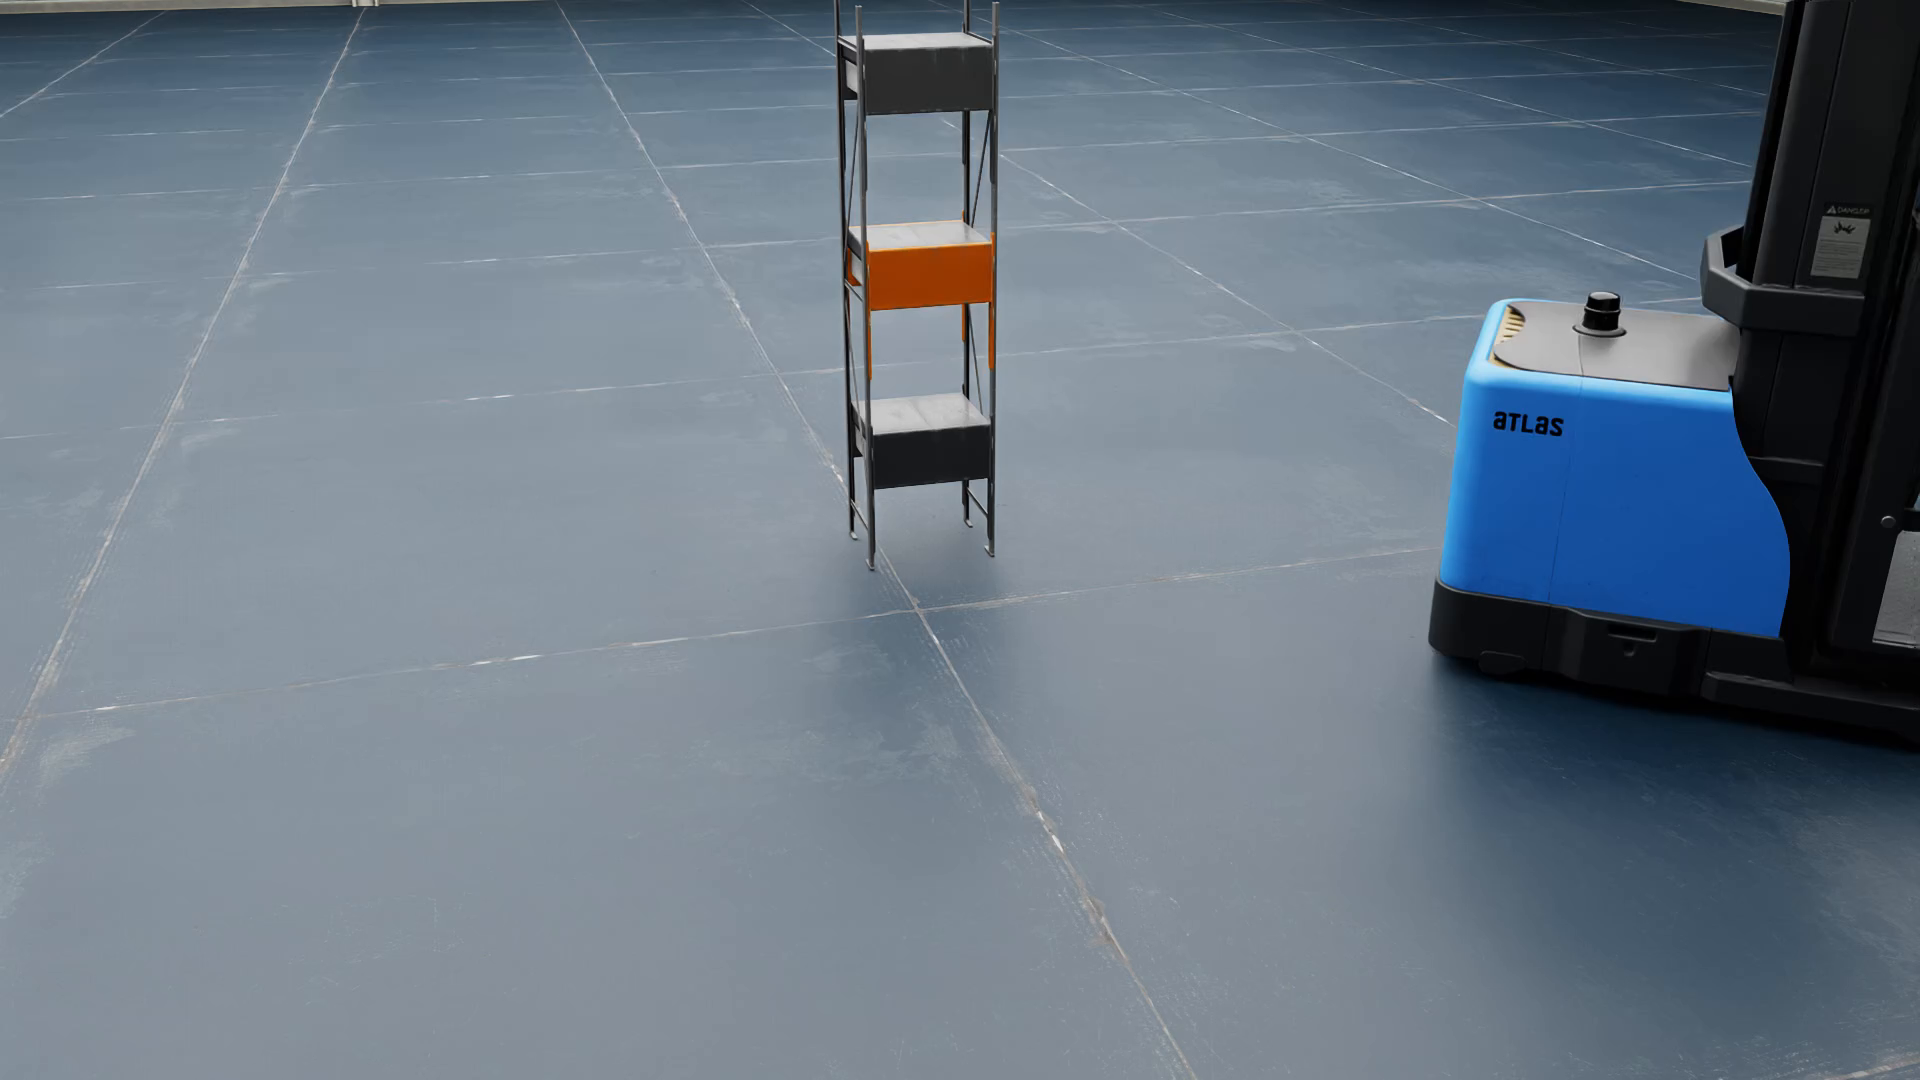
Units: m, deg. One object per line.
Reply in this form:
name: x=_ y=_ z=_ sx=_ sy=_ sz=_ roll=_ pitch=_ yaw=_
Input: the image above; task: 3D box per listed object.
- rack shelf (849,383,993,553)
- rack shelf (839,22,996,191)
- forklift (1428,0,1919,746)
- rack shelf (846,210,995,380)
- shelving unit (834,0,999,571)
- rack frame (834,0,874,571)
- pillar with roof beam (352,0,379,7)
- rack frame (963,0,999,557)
rack shelf: x=-0.159 y=-0.291 z=6.576 sx=0.480 sy=0.518 sz=0.431 roll=-6 pitch=24 yaw=-14
rack shelf: x=-0.159 y=-1.578 z=6.024 sx=0.480 sy=0.518 sz=0.431 roll=-6 pitch=24 yaw=-14
forklift: x=3.187 y=-0.874 z=5.070 sx=3.031 sy=2.935 sz=1.130 roll=9 pitch=25 yaw=20
rack shelf: x=-0.159 y=-0.935 z=6.300 sx=0.480 sy=0.518 sz=0.431 roll=-6 pitch=24 yaw=-14
shelving unit: x=-0.159 y=-0.947 z=6.295 sx=0.503 sy=2.100 sz=0.431 roll=-6 pitch=24 yaw=-14
rack frame: x=-0.394 y=-0.921 z=6.234 sx=0.015 sy=2.100 sz=0.400 roll=-6 pitch=24 yaw=-14
pillar with roof beam: x=-8.450 y=-11.153 z=21.331 sx=0.400 sy=9.000 sz=9.100 roll=-6 pitch=24 yaw=-14
rack frame: x=0.076 y=-0.973 z=6.355 sx=0.015 sy=2.100 sz=0.400 roll=-6 pitch=24 yaw=-14
